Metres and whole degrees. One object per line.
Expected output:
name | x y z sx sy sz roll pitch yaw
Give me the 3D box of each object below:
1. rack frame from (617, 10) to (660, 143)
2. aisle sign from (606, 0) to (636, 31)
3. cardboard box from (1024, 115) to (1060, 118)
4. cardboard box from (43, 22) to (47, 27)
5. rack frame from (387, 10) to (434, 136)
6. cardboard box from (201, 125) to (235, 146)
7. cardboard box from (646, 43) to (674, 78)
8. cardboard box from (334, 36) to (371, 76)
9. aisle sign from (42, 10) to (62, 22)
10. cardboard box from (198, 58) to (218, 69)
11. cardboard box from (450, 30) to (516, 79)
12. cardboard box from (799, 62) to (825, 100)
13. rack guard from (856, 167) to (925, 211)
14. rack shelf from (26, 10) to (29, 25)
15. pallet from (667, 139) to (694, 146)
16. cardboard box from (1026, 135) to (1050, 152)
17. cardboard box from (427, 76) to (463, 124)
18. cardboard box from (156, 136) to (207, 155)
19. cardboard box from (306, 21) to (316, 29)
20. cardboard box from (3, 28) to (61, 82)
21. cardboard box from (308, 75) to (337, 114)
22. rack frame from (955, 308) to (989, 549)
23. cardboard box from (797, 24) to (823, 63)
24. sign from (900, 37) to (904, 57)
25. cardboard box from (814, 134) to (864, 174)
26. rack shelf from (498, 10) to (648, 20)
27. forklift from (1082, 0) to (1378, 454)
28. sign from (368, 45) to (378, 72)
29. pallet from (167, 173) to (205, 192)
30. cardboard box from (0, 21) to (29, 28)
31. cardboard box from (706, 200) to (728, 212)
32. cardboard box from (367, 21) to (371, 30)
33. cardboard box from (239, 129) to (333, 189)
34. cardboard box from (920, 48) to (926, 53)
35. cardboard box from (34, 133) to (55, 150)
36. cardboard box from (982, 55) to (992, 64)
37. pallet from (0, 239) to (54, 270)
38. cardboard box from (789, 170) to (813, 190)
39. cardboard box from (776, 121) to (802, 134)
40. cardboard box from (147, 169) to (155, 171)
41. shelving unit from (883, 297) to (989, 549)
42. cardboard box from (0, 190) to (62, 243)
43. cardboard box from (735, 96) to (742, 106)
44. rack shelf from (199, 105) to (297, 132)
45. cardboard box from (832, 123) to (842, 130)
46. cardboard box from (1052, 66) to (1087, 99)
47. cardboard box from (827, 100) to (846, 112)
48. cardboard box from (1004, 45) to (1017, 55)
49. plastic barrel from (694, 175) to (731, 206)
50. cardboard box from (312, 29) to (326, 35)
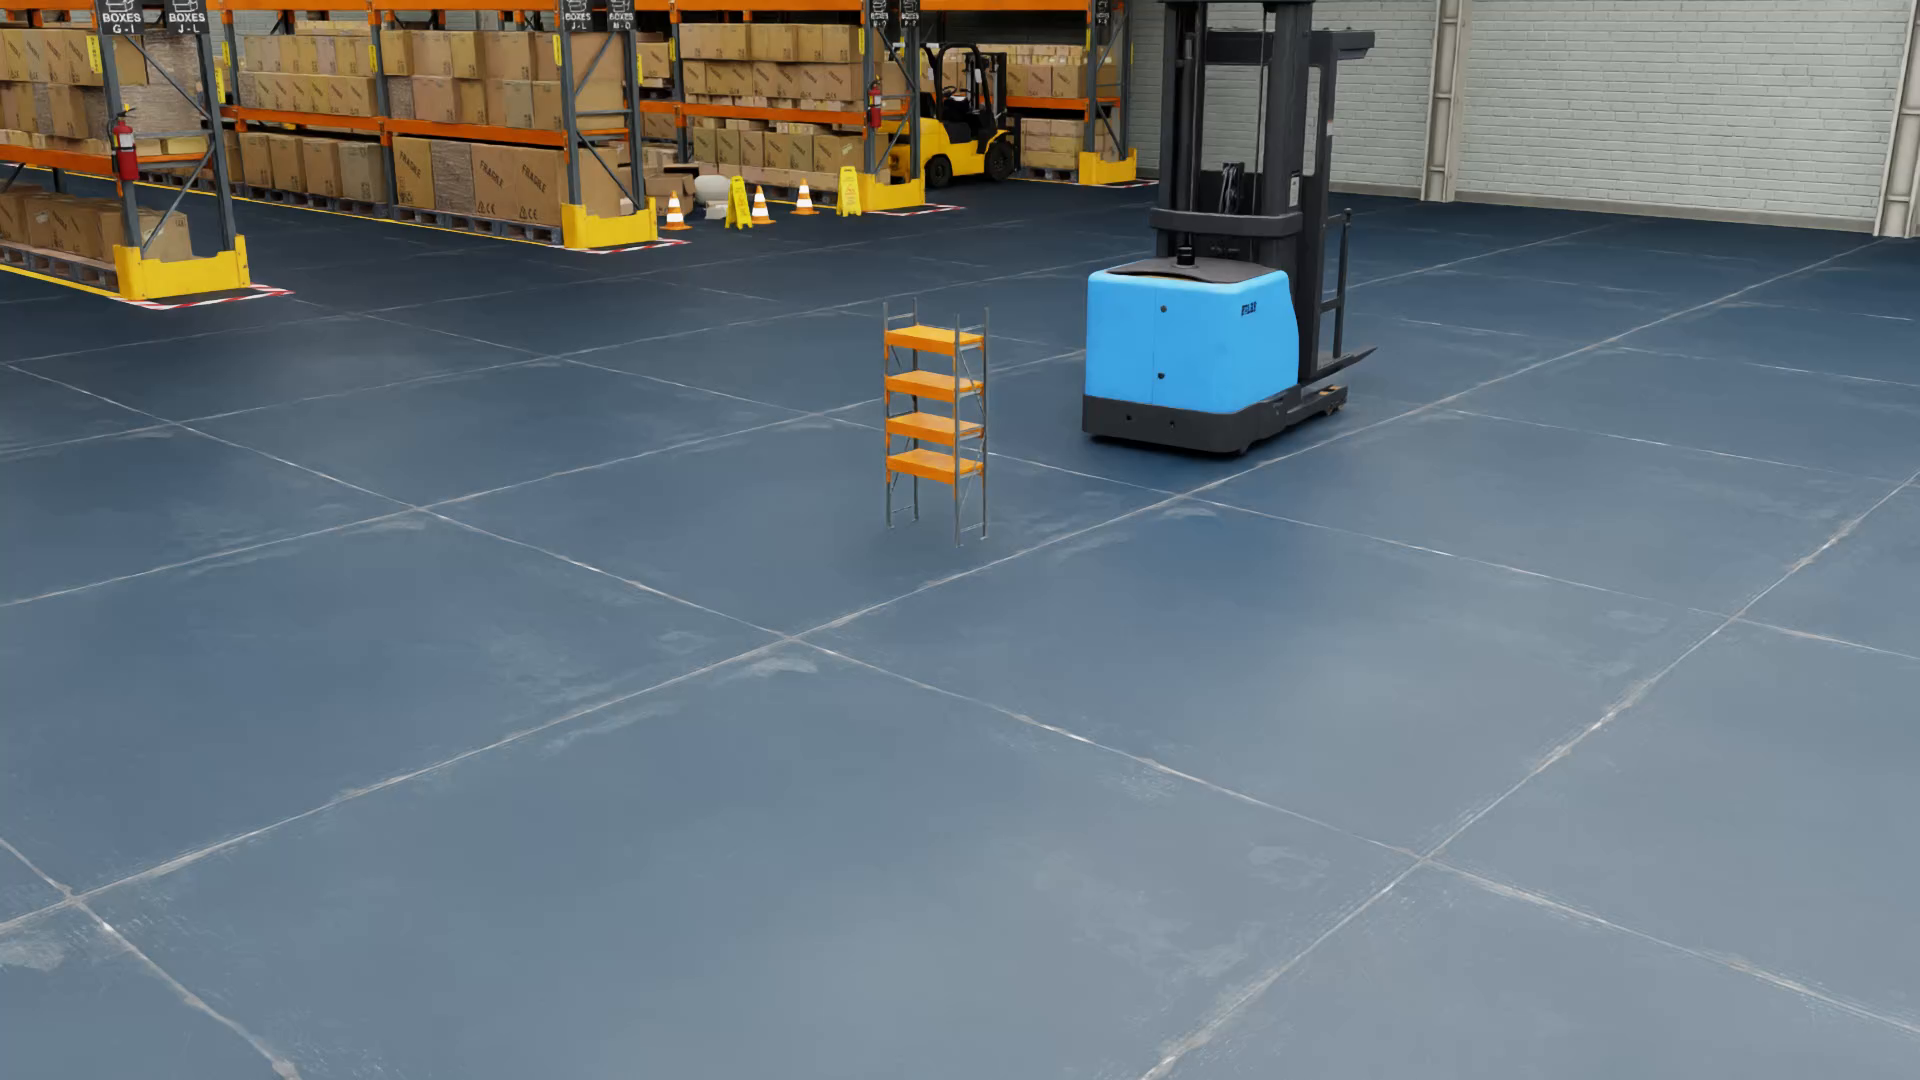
rack frame | -6.615 -9.621 33.970 0.127 3.000 1.000 15 23 39
aisle sign | -3.889 -6.241 19.020 0.004 0.787 0.394 15 23 39
cardboard box | 1.384 -6.920 27.655 0.500 0.250 0.500 15 23 39
cardboard box | -15.193 -8.467 28.022 0.500 0.500 0.500 14 23 38
rack frame | -9.907 -8.498 30.429 0.127 3.000 1.000 15 23 39
cardboard box | -11.196 -6.097 25.064 0.500 0.250 0.500 15 23 40
cardboard box | -4.421 -7.322 25.372 0.500 0.500 0.500 15 23 38
cardboard box | -7.895 -6.477 22.242 0.500 0.500 0.700 15 23 38
aisle sign | -15.964 -9.482 29.233 0.004 0.787 0.394 15 23 39
cardboard box | -10.982 -6.964 24.333 0.250 0.149 0.380 15 23 39
cardboard box | -5.677 -5.927 20.296 0.500 0.550 0.875 15 23 39
cardboard box | -1.892 -6.426 23.244 0.500 0.500 0.500 15 23 39
rack guard | -0.988 -4.912 23.263 0.348 0.500 1.175 15 23 39
rack shelf | -11.997 -6.138 19.223 4.000 0.370 1.077 15 23 39
pallet | -5.065 -7.893 33.132 1.213 0.211 1.003 15 23 39
cardboard box | 1.421 -6.470 27.064 0.500 0.250 0.500 15 23 39
cardboard box | -6.097 -5.511 20.770 0.550 0.550 0.875 15 23 39
cardboard box | -7.564 -3.838 16.160 0.250 0.149 0.380 15 23 39
cardboard box | -12.246 -9.837 31.758 0.250 0.149 0.380 14 22 38
cardboard box | -9.203 -4.869 16.685 0.500 0.500 0.500 15 23 39
cardboard box | -8.457 -6.046 22.538 0.500 0.500 0.500 15 23 40
rack frame | 0.059 -0.556 8.381 0.015 1.200 0.240 15 23 39
cardboard box | -1.832 -6.911 23.118 0.500 0.500 0.700 15 23 40
sign | -0.984 -8.405 28.352 0.005 0.325 0.100 15 23 39
cardboard box | -1.704 -5.437 23.397 0.500 0.500 0.500 15 23 40
rack shelf | -8.111 -11.110 34.890 4.000 0.370 1.077 15 23 39
forklift | 2.010 -2.312 11.050 1.130 2.935 3.031 11 21 32
sign | -7.486 -6.141 21.218 0.005 0.325 0.100 15 23 39
pallet | -11.617 -5.627 25.994 1.213 0.211 1.003 15 23 39
cardboard box | -11.002 -5.327 18.751 1.000 1.000 1.000 15 23 40
cardboard box | -3.252 -4.535 22.657 0.380 0.149 0.250 -6 18 -18
cardboard box | -10.654 -9.451 30.541 0.250 0.149 0.380 15 23 39
cardboard box | -9.729 -5.539 24.133 0.750 0.750 1.050 15 23 39
cardboard box | -0.590 -8.383 28.337 0.250 0.149 0.380 16 23 40
cardboard box | -9.051 -4.014 16.717 0.250 0.149 0.380 15 23 39
cardboard box | 0.576 -7.933 27.413 0.250 0.149 0.380 14 23 38
pallet | -9.975 -3.193 18.325 1.213 0.211 1.003 15 23 39
cardboard box | -2.097 -5.185 23.842 0.500 0.250 0.500 15 23 39
cardboard box | -2.405 -5.909 23.812 0.250 0.149 0.380 16 24 42
cardboard box | -12.740 -6.158 26.494 0.500 0.500 0.500 16 24 41
shelving unit | -0.124 -0.605 8.535 0.503 1.200 0.258 15 23 39
cardboard box | -10.229 -3.569 18.336 0.500 0.500 0.500 14 22 38
cardboard box | -3.076 -6.446 24.381 0.250 0.149 0.380 15 23 39
rack shelf | -11.621 -6.613 25.679 4.000 0.370 1.077 15 23 39
cardboard box | -2.168 -7.494 30.497 0.625 0.625 0.875 14 22 37
cardboard box | 1.818 -7.299 26.487 0.500 0.500 0.500 14 23 38
cardboard box | -1.616 -6.021 23.040 0.250 0.149 0.380 15 23 39
cardboard box | 0.932 -7.968 27.032 0.250 0.149 0.380 16 23 40
plastic barrel | -3.481 -4.932 23.454 0.512 0.421 0.421 -3 18 -8
cardboard box | -11.947 -9.460 31.644 0.500 0.500 0.500 15 23 39
